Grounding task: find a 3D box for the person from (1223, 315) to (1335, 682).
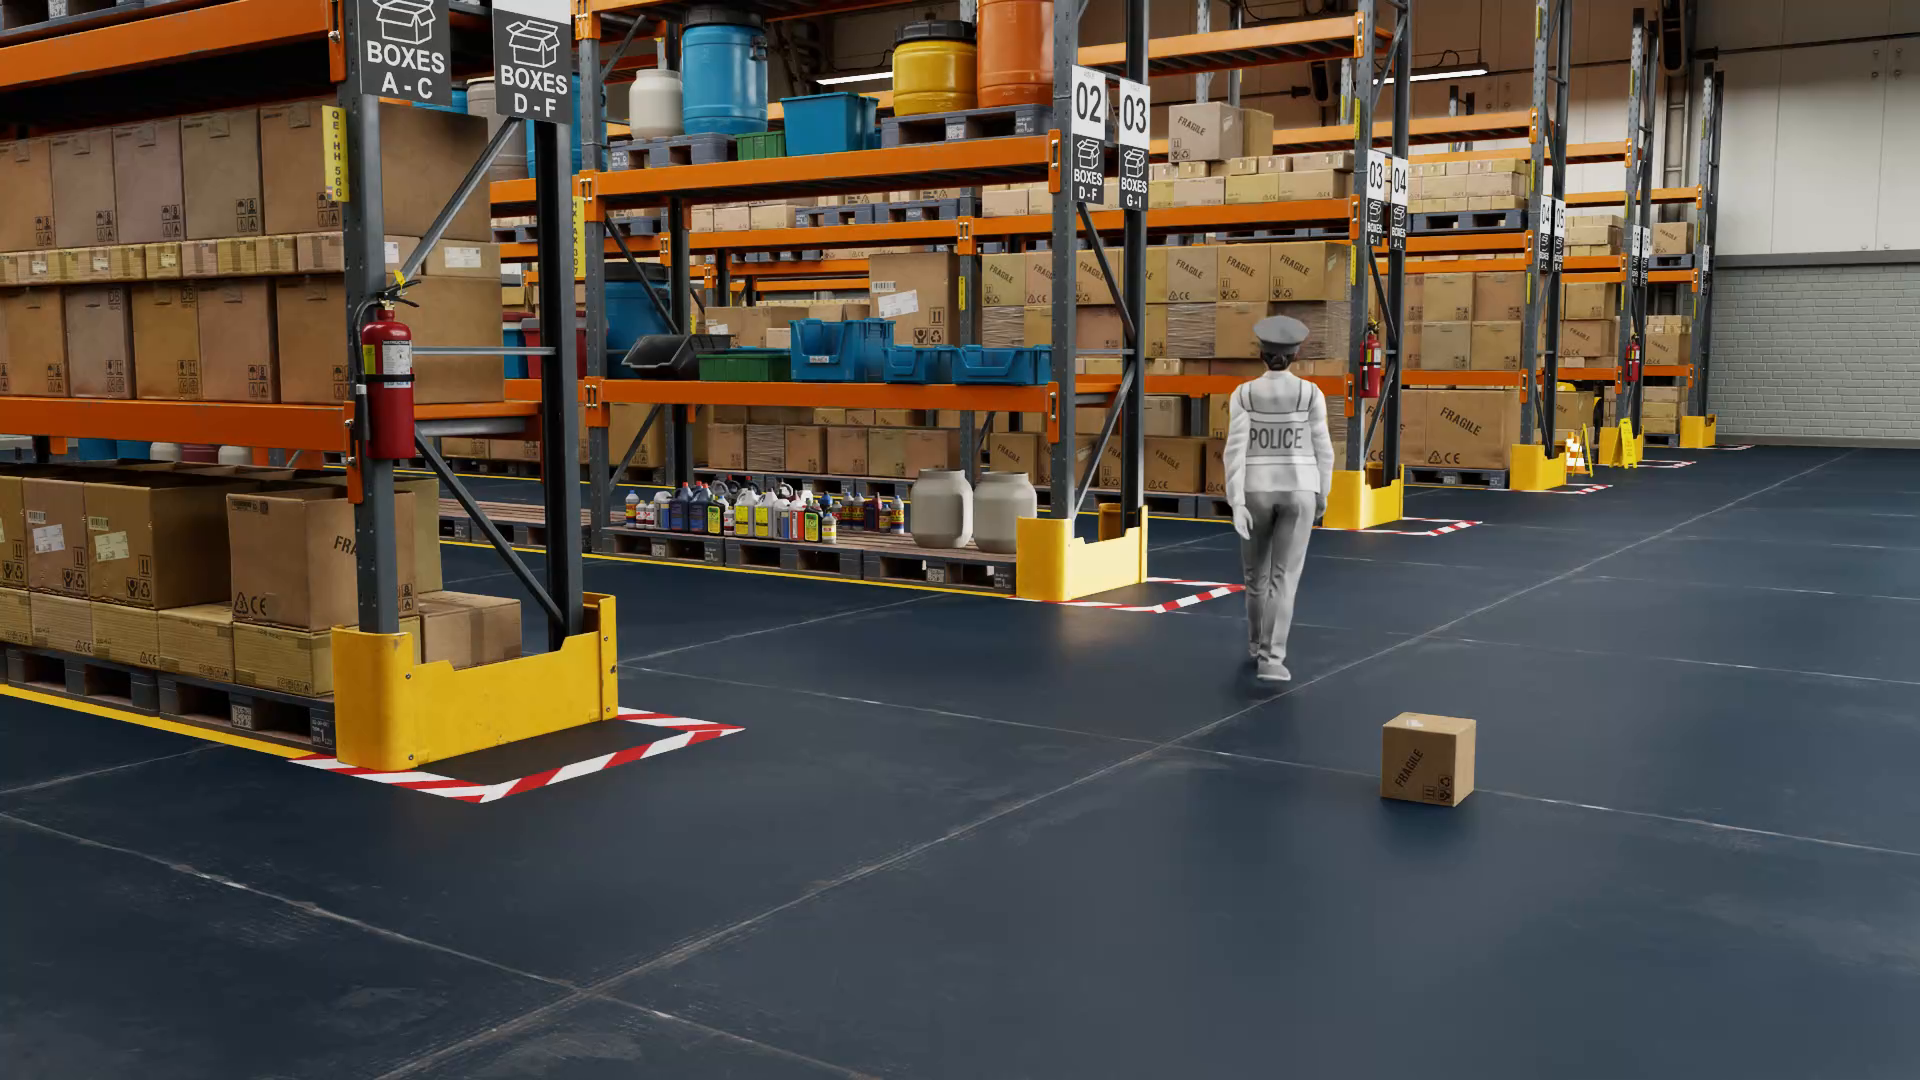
[{"bbox_3d":[1.466,-0.208,7.608,0.478,1.630,0.990,2,7,18],"label":"person"}]
